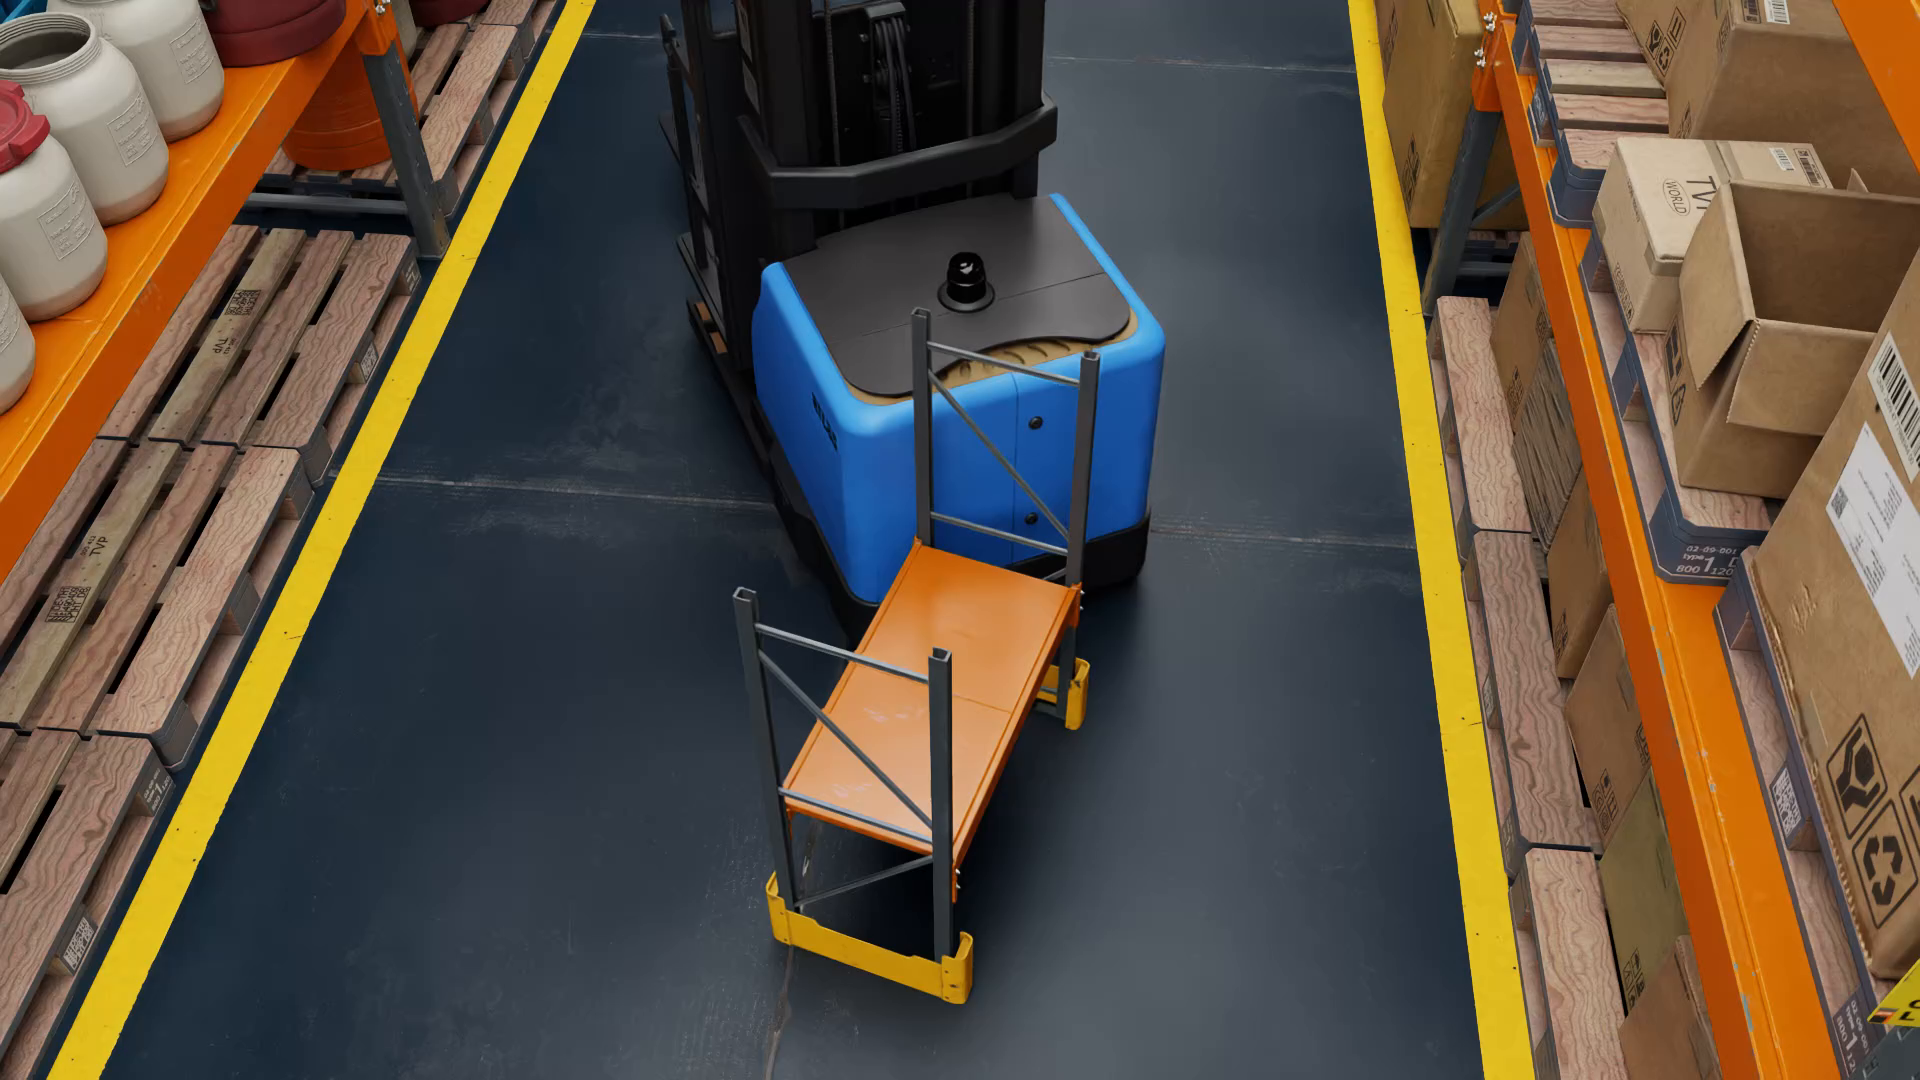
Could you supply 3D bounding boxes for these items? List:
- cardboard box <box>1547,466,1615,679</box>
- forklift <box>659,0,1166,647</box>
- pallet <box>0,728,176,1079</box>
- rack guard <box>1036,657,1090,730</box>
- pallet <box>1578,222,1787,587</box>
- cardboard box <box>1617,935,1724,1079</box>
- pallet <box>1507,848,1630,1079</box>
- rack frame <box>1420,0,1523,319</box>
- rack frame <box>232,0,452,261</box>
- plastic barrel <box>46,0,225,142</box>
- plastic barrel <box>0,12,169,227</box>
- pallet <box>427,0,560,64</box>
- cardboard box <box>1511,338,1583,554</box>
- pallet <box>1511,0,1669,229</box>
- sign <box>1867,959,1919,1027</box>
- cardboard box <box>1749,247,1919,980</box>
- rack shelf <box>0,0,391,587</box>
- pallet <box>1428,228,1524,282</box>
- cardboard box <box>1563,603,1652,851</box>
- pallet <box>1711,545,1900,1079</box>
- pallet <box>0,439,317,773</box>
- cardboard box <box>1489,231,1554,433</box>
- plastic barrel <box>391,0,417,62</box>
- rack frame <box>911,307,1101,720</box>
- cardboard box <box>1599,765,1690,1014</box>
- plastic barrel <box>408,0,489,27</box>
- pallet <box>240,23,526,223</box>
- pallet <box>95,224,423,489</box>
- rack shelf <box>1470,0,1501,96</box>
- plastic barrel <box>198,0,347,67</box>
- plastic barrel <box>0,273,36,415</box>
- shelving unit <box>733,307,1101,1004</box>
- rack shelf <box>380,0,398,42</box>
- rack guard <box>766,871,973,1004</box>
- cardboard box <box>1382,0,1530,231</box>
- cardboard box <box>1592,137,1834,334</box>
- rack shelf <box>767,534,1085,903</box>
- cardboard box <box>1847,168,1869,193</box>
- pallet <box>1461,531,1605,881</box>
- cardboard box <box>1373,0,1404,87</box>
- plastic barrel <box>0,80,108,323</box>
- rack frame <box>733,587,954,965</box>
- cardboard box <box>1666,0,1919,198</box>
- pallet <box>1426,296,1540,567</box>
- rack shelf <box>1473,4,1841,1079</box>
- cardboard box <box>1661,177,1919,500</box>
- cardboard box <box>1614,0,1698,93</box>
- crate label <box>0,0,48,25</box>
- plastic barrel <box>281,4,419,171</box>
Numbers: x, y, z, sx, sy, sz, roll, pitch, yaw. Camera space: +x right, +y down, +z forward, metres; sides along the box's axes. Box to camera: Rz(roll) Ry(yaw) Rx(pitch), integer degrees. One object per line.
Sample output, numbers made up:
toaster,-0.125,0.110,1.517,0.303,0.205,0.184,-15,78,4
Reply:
cardboard box,2.203,0.116,5.007,0.700,0.500,0.500,7,48,7
forklift,-0.404,-1.731,5.347,1.130,2.935,3.031,-17,50,-15
pallet,-2.937,1.069,4.629,1.003,0.211,1.213,4,48,4
rack guard,0.113,0.408,5.207,0.587,0.250,0.087,16,50,14
pallet,2.187,-0.377,4.192,1.003,0.211,1.213,4,48,4
cardboard box,2.040,1.286,3.937,0.700,0.500,0.500,1,48,1
pallet,2.032,1.409,4.318,1.003,0.211,1.213,4,48,4
rack frame,2.327,-1.899,5.454,1.000,3.000,0.127,4,48,4
rack frame,-2.606,-2.232,5.759,1.000,3.000,0.127,4,48,4
plastic barrel,-2.487,-1.499,5.013,0.421,0.512,0.421,0,48,0
plastic barrel,-2.525,-1.190,4.730,0.421,0.512,0.421,0,48,0
pallet,-2.461,-2.767,8.138,1.003,0.211,1.213,4,48,4
cardboard box,2.248,-0.301,5.389,0.700,0.500,0.500,0,48,0
pallet,2.368,-1.303,5.039,1.213,0.211,1.003,4,48,4
sign,1.409,0.615,2.370,0.100,0.325,0.005,4,48,4
cardboard box,2.174,0.122,2.915,1.000,1.000,1.000,4,48,4
rack shelf,-2.788,-0.519,4.680,1.077,0.370,4.000,4,48,4
pallet,2.474,-1.532,7.008,1.003,0.211,1.213,4,48,4
cardboard box,2.152,0.526,4.632,0.700,0.500,0.500,0,48,0
pallet,2.177,0.553,3.341,1.003,0.211,1.213,4,48,4
pallet,-2.829,0.170,5.452,1.003,0.211,1.213,4,48,4
cardboard box,2.286,-0.710,5.762,0.700,0.500,0.500,2,48,1
plastic barrel,-2.616,-2.316,7.236,0.421,0.512,0.421,0,48,0
rack frame,0.113,-0.015,4.747,0.500,1.500,0.032,16,50,14
cardboard box,2.102,0.937,4.256,0.700,0.500,0.500,4,48,3
plastic barrel,-2.475,-2.750,7.582,0.600,0.588,0.708,4,48,4
pallet,-2.575,-1.873,7.320,1.003,0.211,1.213,4,48,4
pallet,-2.715,-0.724,6.269,1.003,0.211,1.213,4,48,4
rack shelf,2.509,-3.126,7.064,1.077,0.370,4.000,4,48,4
plastic barrel,-2.346,-1.916,5.378,0.600,0.536,0.708,4,48,4
plastic barrel,-2.598,-0.566,4.143,0.433,0.535,0.433,0,48,0
shelving unit,-0.068,0.329,4.433,0.587,1.500,1.083,16,50,14
rack shelf,-2.423,-3.459,7.368,1.077,0.370,4.000,4,48,4
rack guard,-0.248,1.093,4.581,0.587,0.250,0.087,16,50,14
cardboard box,2.410,-1.829,6.545,1.225,0.875,0.875,2,48,2
cardboard box,1.945,-0.774,4.242,0.500,0.250,0.500,3,48,2
rack shelf,-0.071,0.456,4.560,0.538,0.185,1.000,16,50,14
cardboard box,2.444,-0.752,4.211,0.396,0.266,0.258,3,48,2
pallet,2.140,0.510,5.140,1.003,0.211,1.213,4,48,4
cardboard box,2.499,-2.484,7.144,1.225,0.875,0.875,4,48,4
plastic barrel,-2.558,-0.884,4.433,0.433,0.535,0.433,0,48,0
rack frame,-0.255,0.685,4.107,0.500,1.500,0.032,16,50,14
cardboard box,2.366,-1.258,4.515,0.700,0.500,0.500,10,48,9
pallet,2.254,-0.384,5.958,1.003,0.211,1.213,4,48,4
rack shelf,2.144,-0.186,4.375,1.077,0.370,4.000,4,48,4
cardboard box,2.028,-0.416,3.743,0.797,0.503,0.637,8,48,8
cardboard box,2.317,-1.675,4.897,0.500,0.500,0.500,-1,48,-1
crate label,-2.965,-1.532,5.094,0.502,0.435,0.616,4,48,4
plastic barrel,-2.578,-2.002,6.734,0.600,0.830,0.708,4,48,4
